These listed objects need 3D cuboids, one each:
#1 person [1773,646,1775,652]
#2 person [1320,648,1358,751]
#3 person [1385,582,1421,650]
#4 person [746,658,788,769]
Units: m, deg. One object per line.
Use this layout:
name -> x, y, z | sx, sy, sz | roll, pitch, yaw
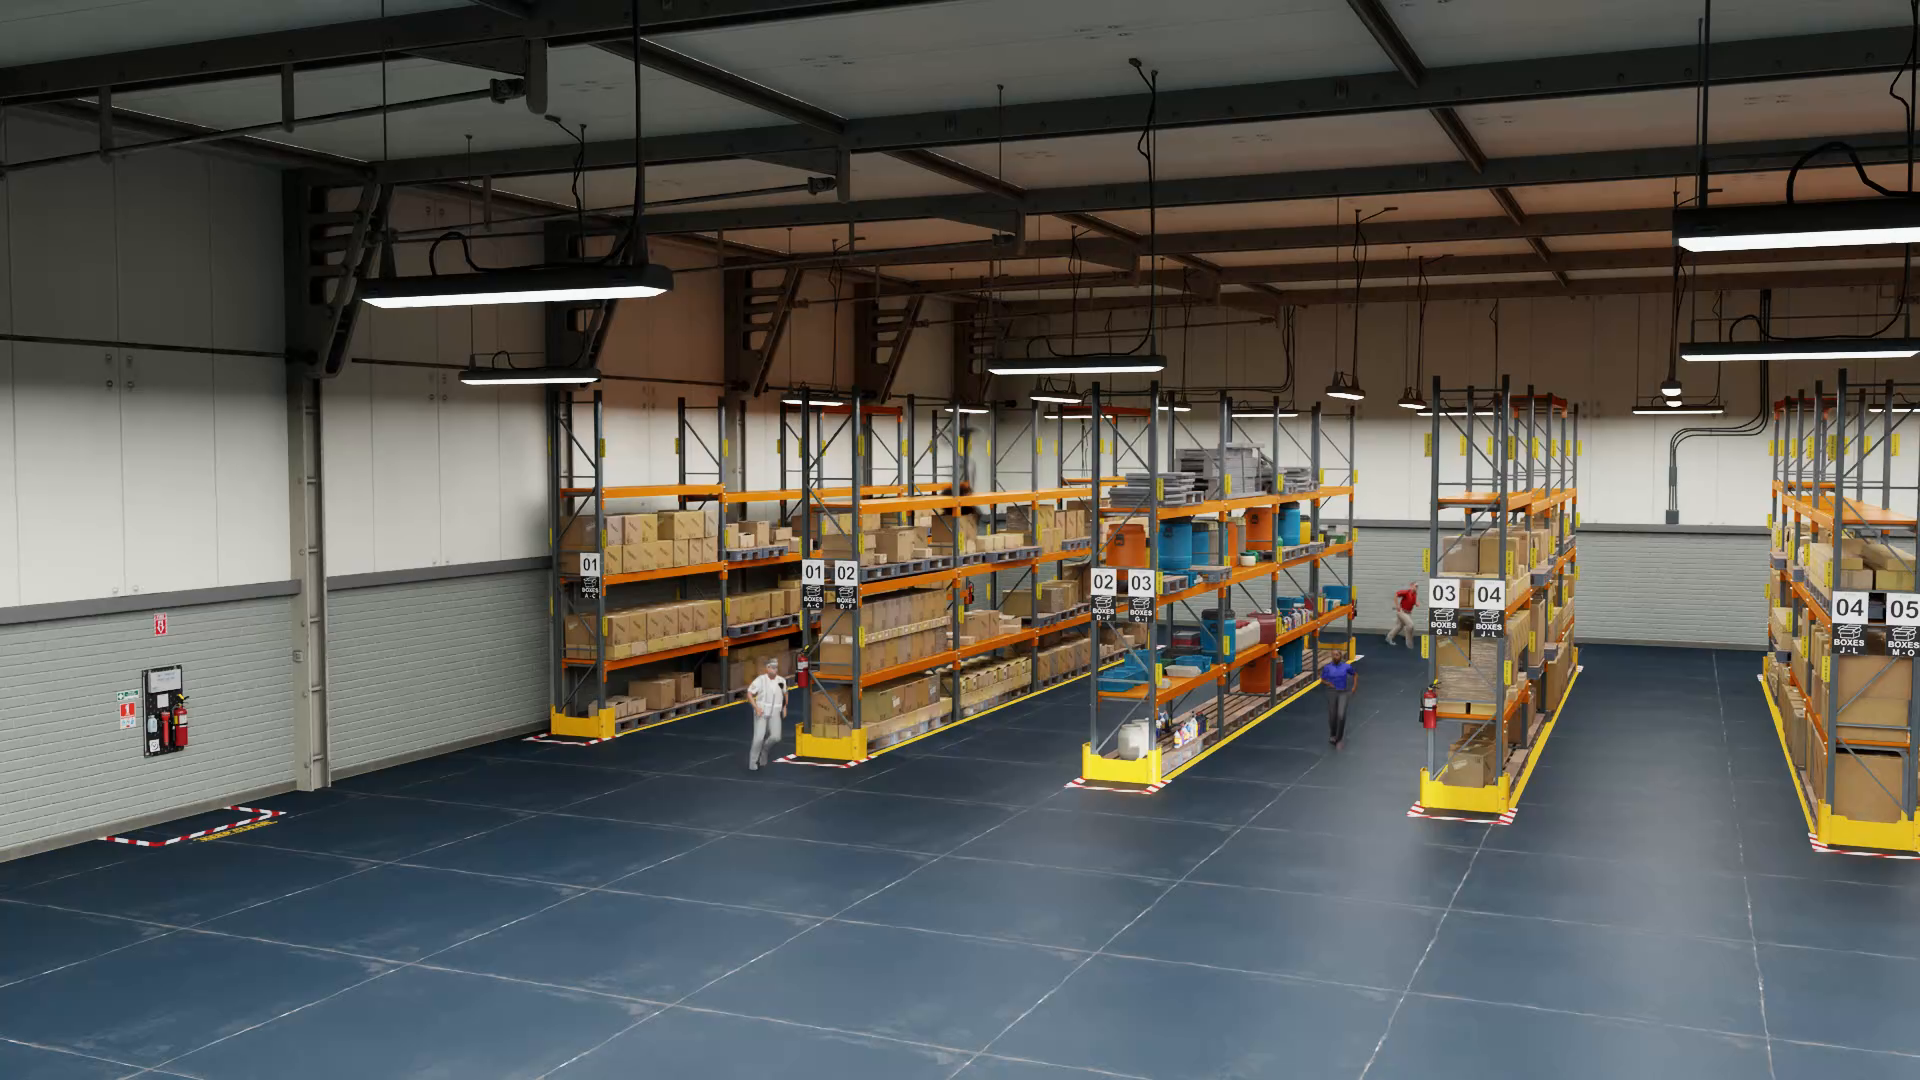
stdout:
person -> 18.120, 2.124, 36.519 | 0.602, 1.738, 0.686 | 0, 3, 8
person -> 6.329, 2.661, 27.827 | 0.583, 1.694, 0.765 | 1, 3, 19
person -> 11.059, 1.903, 41.596 | 0.966, 1.749, 0.677 | 3, 4, 42
person -> -2.969, 2.708, 26.004 | 0.717, 1.719, 0.532 | -1, 3, -24
